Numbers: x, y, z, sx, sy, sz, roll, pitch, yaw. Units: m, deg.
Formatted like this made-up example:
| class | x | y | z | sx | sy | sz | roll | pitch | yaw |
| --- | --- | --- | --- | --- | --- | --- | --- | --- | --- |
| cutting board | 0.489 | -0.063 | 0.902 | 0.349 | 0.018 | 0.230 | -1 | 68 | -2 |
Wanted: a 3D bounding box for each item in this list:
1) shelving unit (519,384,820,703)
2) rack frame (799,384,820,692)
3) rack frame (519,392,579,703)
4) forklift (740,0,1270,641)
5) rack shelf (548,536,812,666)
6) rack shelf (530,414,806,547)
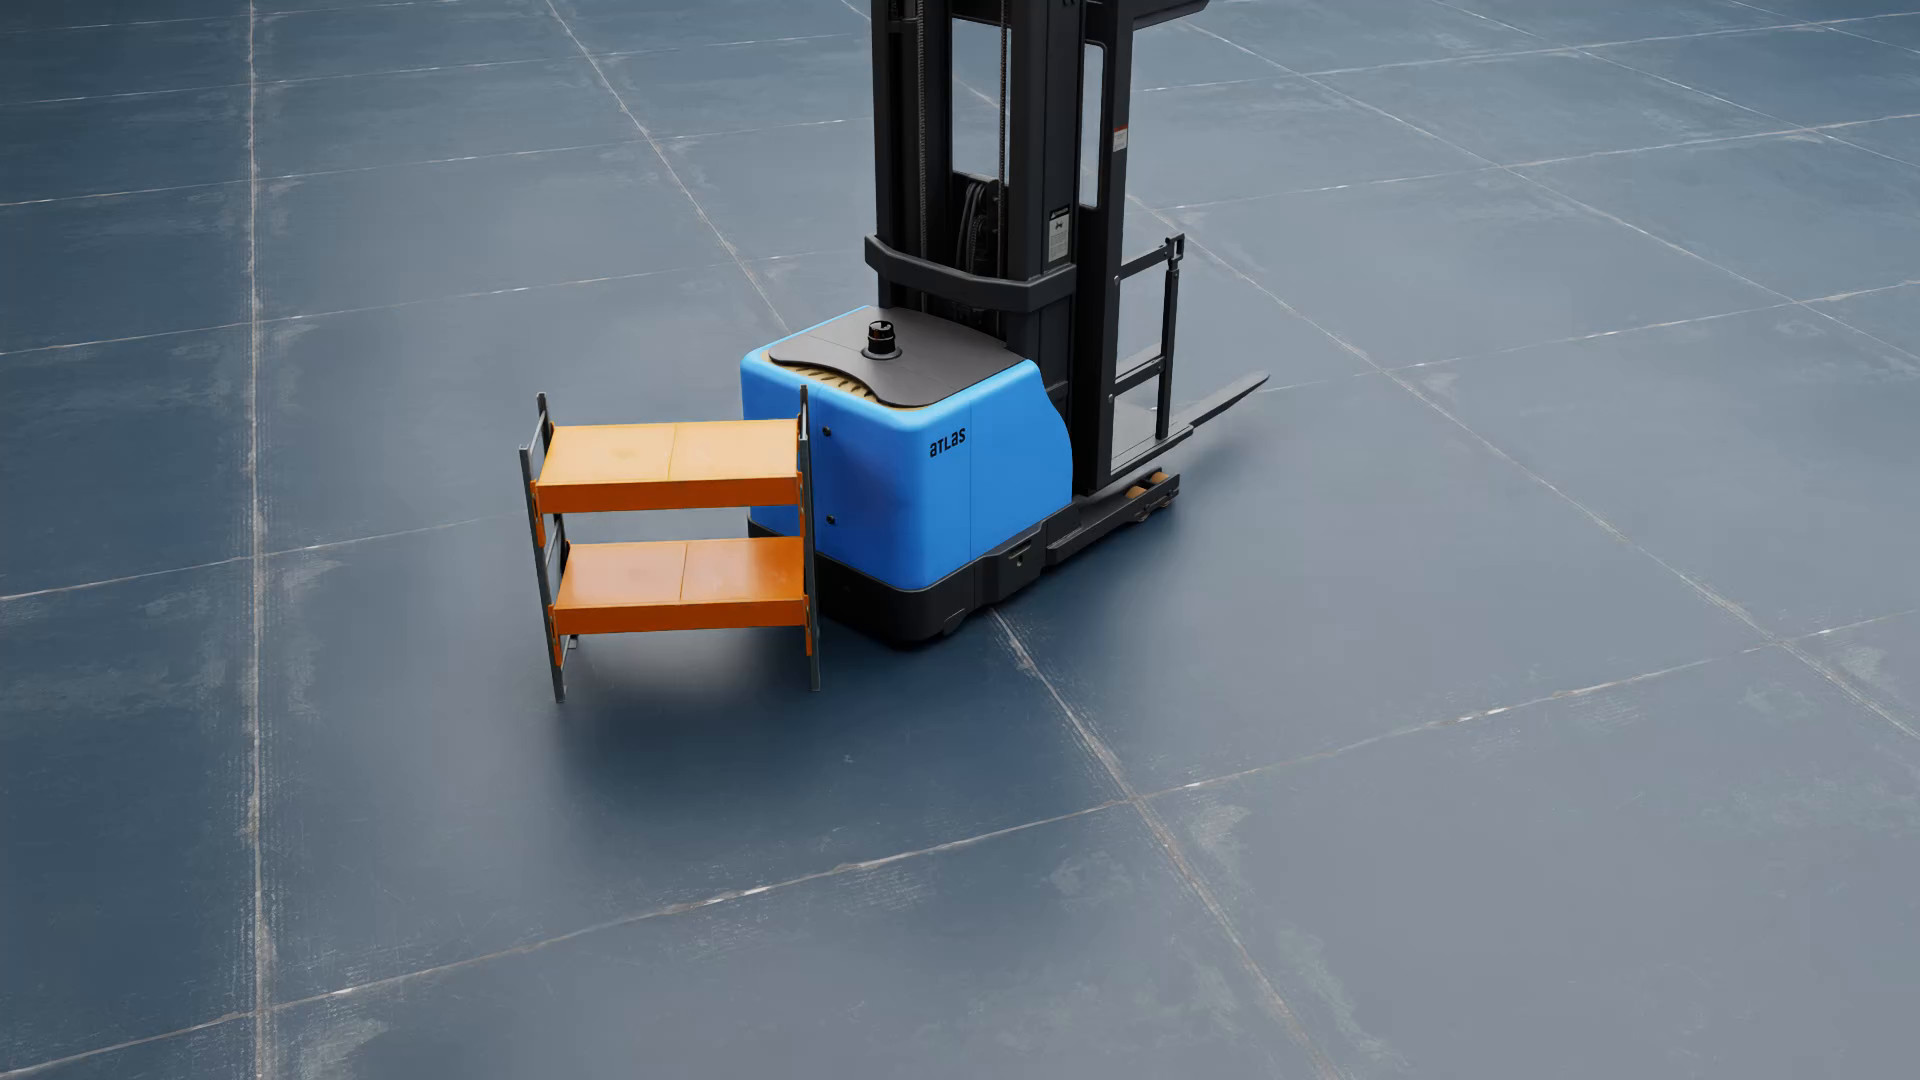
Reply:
| class | x | y | z | sx | sy | sz | roll | pitch | yaw |
| --- | --- | --- | --- | --- | --- | --- | --- | --- | --- |
| shelving unit | -1.104 | 0.016 | 6.585 | 1.048 | 1.125 | 0.538 | -2 | 30 | -4 |
| rack frame | -0.598 | -0.003 | 6.619 | 0.032 | 1.125 | 0.500 | -2 | 30 | -4 |
| rack frame | -1.611 | 0.035 | 6.552 | 0.032 | 1.125 | 0.500 | -2 | 30 | -4 |
| forklift | 0.408 | -1.506 | 7.433 | 1.130 | 2.935 | 3.031 | 23 | 37 | 35 |
| rack shelf | -1.104 | 0.229 | 6.706 | 1.000 | 0.278 | 0.538 | -2 | 30 | -4 |
| rack shelf | -1.104 | -0.238 | 6.440 | 1.000 | 0.278 | 0.538 | -2 | 30 | -4 |
